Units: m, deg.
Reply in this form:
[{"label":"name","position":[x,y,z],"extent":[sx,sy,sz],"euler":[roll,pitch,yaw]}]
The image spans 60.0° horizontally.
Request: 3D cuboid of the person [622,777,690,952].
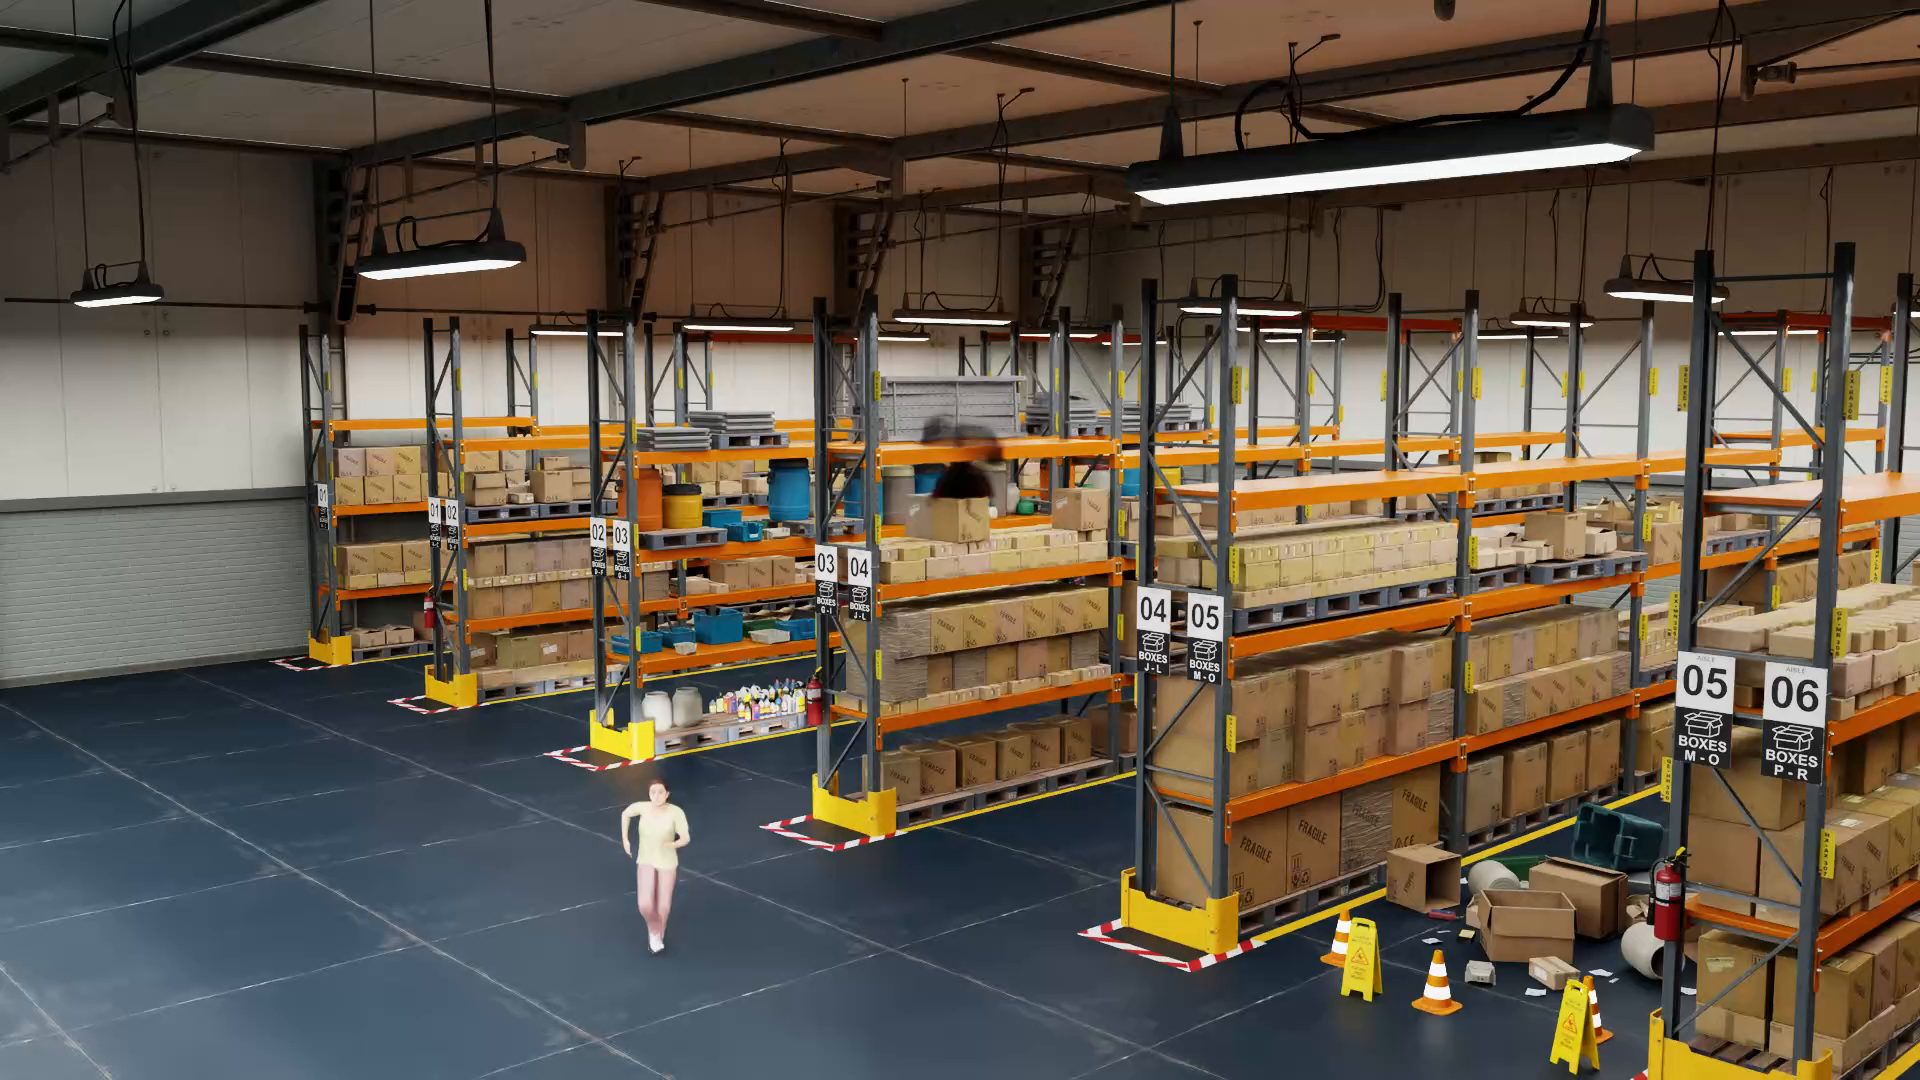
[{"label":"person","position":[-2.673,2.867,14.607],"extent":[0.613,1.614,0.728],"euler":[-1,6,-5]}]
